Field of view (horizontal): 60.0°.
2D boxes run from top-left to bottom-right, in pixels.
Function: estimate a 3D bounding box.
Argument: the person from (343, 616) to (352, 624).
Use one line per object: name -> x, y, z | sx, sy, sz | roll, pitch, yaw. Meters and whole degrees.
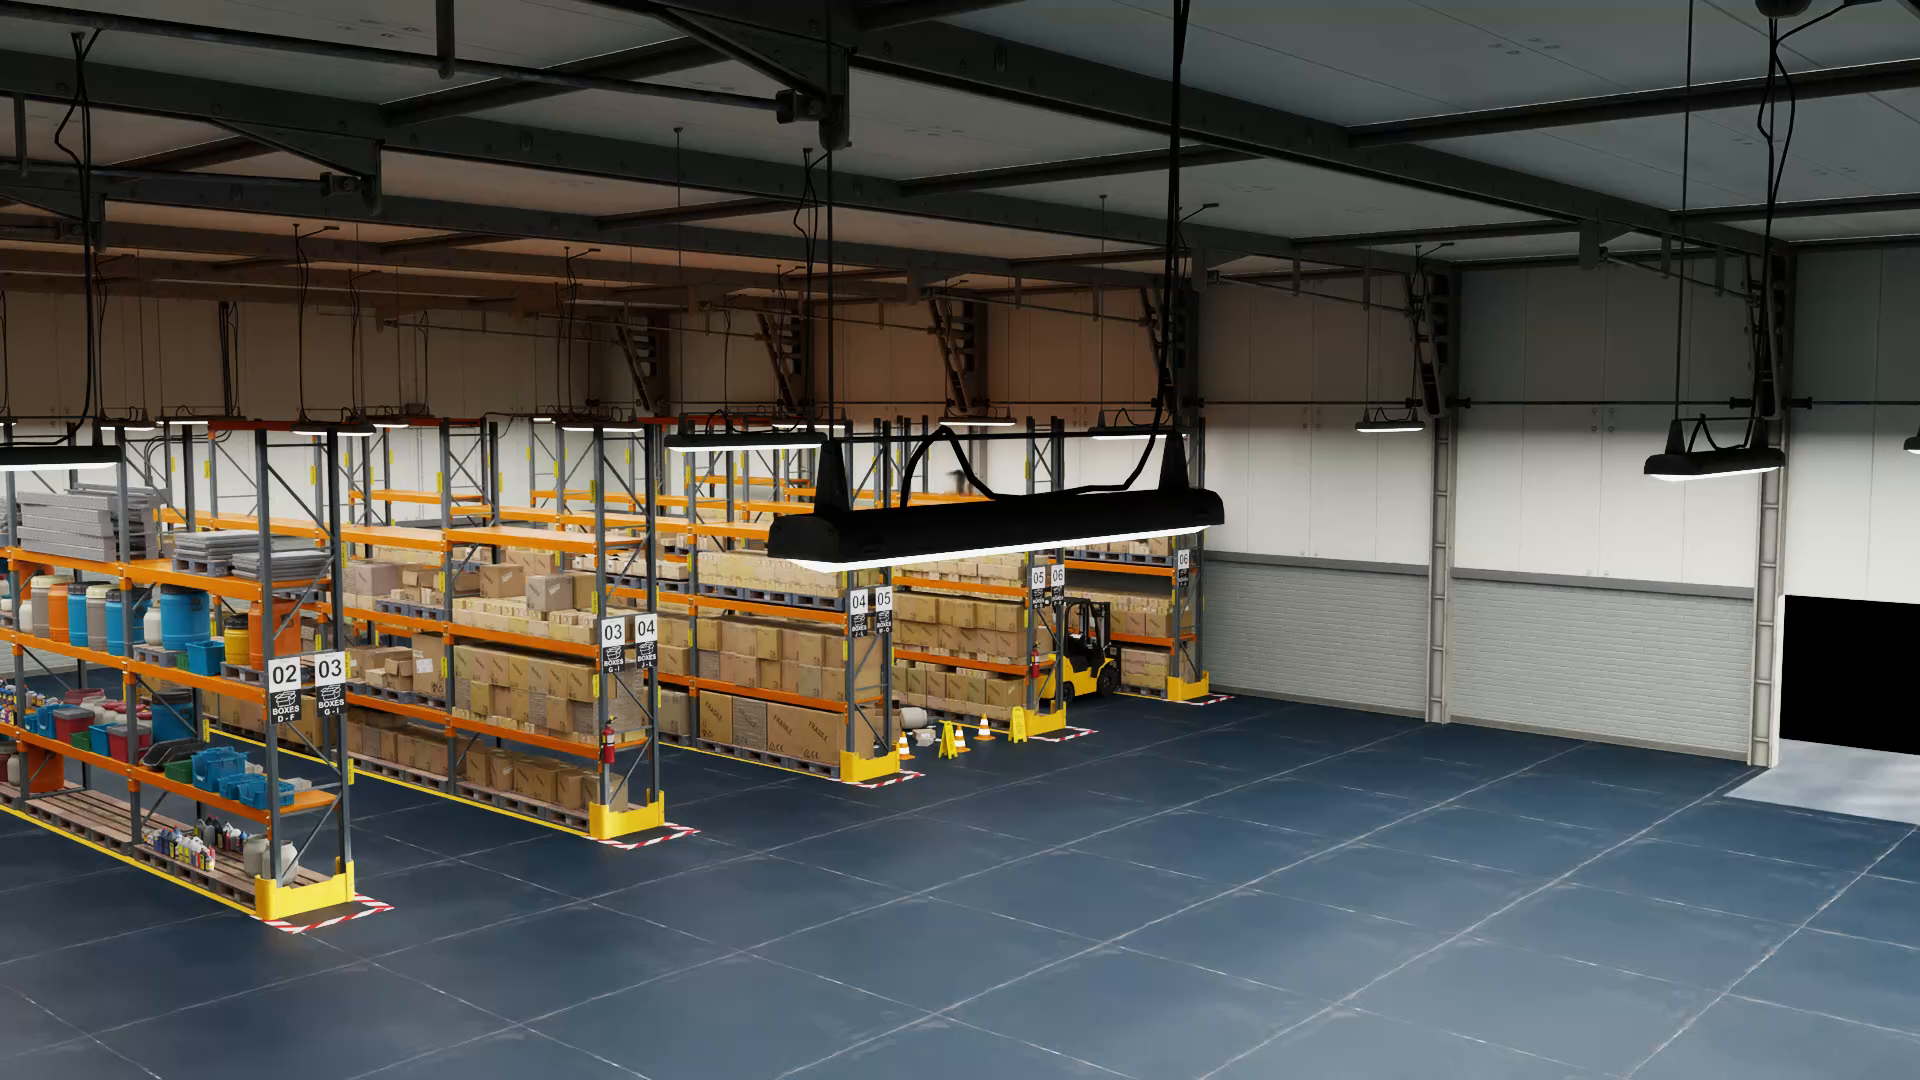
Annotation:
person -> -14.400, 2.267, 39.286 | 0.599, 1.620, 0.591 | 1, 5, 12
